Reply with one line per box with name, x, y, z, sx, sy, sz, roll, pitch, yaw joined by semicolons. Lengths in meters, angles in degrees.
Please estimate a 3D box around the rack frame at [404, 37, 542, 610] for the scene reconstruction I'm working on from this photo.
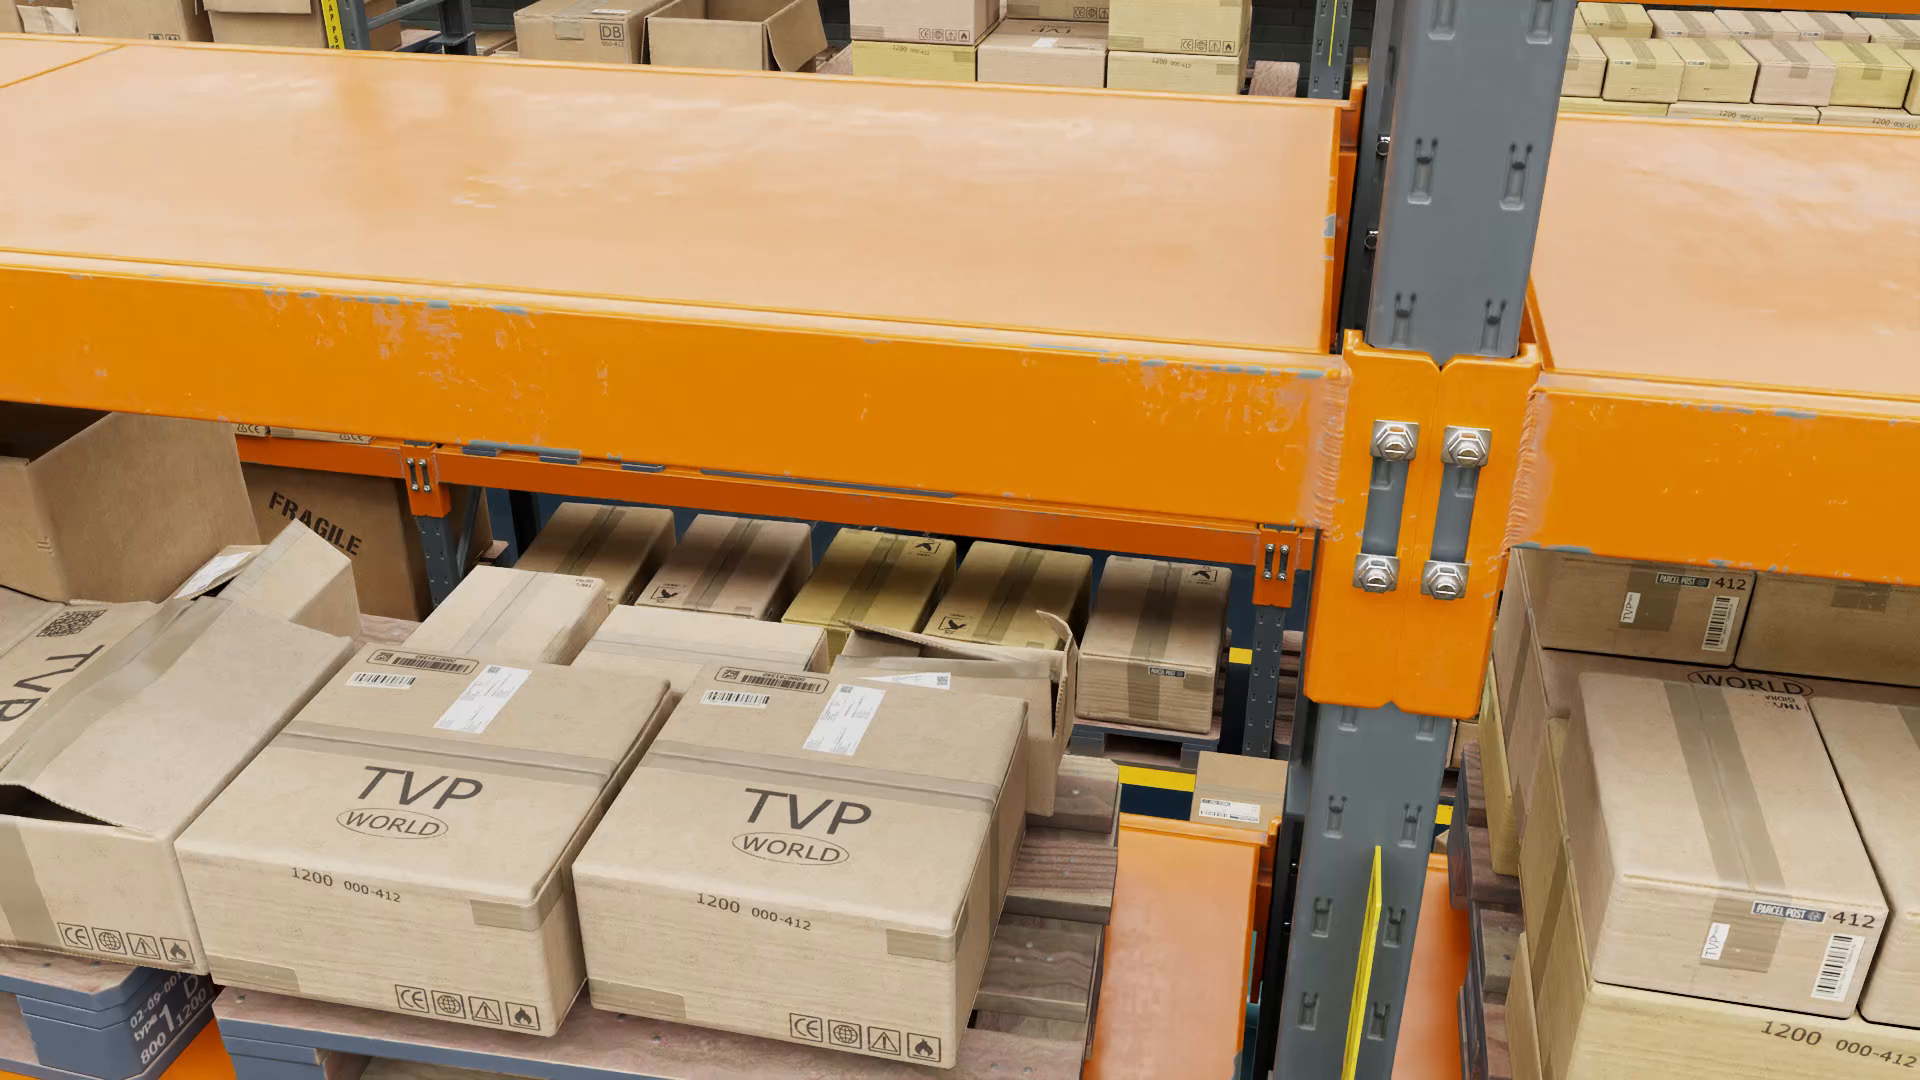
rack frame;-2.450;-0.832;8.146;0.127;3.000;1.000;6;29;11

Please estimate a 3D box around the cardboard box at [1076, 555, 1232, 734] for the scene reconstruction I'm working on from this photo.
cardboard box;0.949;0.486;8.037;0.625;0.372;0.950;6;29;11

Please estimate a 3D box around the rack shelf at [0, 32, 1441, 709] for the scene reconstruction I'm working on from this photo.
rack shelf;-1.429;-0.437;2.343;4.000;0.370;1.077;6;29;11

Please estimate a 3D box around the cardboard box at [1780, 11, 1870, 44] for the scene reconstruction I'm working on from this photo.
cardboard box;3.354;-1.946;6.489;0.250;0.149;0.380;6;29;11

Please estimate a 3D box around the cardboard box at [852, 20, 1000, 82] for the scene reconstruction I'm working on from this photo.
cardboard box;-0.132;-1.960;6.802;0.500;0.250;0.500;6;29;11

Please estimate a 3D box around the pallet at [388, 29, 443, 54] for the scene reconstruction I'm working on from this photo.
pallet;-3.090;-2.104;7.543;1.003;0.211;1.213;7;30;13

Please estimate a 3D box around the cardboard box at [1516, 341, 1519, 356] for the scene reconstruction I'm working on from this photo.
cardboard box;2.342;-0.836;6.699;0.500;0.500;0.700;6;29;11

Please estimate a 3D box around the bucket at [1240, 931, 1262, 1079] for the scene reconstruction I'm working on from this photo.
bucket;1.142;1.604;5.522;0.620;0.611;0.726;7;28;33

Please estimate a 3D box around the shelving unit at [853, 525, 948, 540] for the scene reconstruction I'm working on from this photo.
shelving unit;-0.346;-0.489;9.393;0.503;1.200;0.258;17;33;28

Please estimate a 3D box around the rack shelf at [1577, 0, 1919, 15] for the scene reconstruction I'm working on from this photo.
rack shelf;4.451;-3.562;10.758;4.000;0.370;1.077;6;29;11

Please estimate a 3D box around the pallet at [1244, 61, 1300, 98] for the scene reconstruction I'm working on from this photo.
pallet;0.881;-1.776;6.942;1.003;0.211;1.213;6;29;11

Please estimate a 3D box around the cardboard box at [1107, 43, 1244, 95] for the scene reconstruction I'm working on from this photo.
cardboard box;0.861;-1.855;6.611;0.500;0.250;0.500;5;29;10

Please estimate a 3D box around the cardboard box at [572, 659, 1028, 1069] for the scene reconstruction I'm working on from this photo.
cardboard box;-0.197;0.430;2.331;0.500;0.250;0.500;6;29;11

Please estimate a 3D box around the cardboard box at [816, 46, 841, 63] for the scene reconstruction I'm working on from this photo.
cardboard box;-1.056;-3.554;12.339;0.250;0.149;0.380;7;29;12

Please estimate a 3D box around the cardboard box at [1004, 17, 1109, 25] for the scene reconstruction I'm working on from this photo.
cardboard box;0.478;-2.162;7.171;0.500;0.250;0.500;5;29;10

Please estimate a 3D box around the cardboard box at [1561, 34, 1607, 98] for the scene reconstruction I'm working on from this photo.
cardboard box;2.219;-1.758;6.145;0.250;0.149;0.380;5;29;9

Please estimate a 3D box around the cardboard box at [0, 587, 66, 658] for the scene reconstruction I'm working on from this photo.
cardboard box;-1.730;0.276;2.550;0.500;0.311;0.500;5;29;10

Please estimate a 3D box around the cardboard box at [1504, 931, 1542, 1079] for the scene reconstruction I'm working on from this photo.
cardboard box;0.812;0.667;2.005;0.250;0.149;0.380;5;29;10

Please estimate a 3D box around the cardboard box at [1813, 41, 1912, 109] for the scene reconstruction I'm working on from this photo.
cardboard box;3.240;-1.684;6.010;0.250;0.149;0.380;6;29;12

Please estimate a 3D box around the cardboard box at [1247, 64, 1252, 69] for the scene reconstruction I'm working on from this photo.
cardboard box;1.945;-3.278;11.834;0.250;0.149;0.380;5;29;9

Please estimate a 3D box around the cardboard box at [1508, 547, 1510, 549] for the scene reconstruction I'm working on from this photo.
cardboard box;2.227;-0.125;7.116;0.250;0.149;0.380;6;29;10

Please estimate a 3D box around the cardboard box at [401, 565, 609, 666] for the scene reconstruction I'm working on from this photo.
cardboard box;-0.789;0.208;2.843;0.250;0.149;0.380;6;29;11

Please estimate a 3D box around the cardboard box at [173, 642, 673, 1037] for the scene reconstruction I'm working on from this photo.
cardboard box;-0.726;0.406;2.377;0.500;0.250;0.500;6;29;10

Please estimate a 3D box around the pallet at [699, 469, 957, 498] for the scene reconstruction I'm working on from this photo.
pallet;-0.505;-0.568;7.864;1.213;0.211;1.003;6;29;11

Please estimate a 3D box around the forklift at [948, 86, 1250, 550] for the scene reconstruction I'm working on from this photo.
forklift;1.099;-1.715;9.830;3.031;2.935;1.130;-21;35;-33

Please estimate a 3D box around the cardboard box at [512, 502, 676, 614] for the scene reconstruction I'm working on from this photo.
cardboard box;-1.899;0.198;8.564;0.625;0.372;0.950;4;29;7

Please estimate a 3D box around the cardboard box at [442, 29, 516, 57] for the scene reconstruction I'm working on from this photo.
cardboard box;-3.628;-3.508;12.493;0.500;0.500;0.700;6;29;10

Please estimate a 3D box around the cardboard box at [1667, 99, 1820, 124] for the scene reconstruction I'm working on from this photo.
cardboard box;2.829;-1.535;6.152;0.500;0.250;0.500;6;29;11

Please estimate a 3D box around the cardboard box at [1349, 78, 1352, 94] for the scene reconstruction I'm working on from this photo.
cardboard box;2.863;-3.179;11.653;0.250;0.149;0.380;6;29;10

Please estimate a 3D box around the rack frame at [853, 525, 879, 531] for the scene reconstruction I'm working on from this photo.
rack frame;-0.553;-0.551;9.507;0.015;1.200;0.240;17;33;28

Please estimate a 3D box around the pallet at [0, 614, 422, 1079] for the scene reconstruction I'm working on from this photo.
pallet;-1.649;0.421;2.931;1.213;0.211;1.003;7;30;13

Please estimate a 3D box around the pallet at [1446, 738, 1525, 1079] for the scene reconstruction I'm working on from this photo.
pallet;1.325;0.714;2.290;1.213;0.211;1.003;6;29;11

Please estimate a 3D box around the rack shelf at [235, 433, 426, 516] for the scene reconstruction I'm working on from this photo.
rack shelf;-4.406;-0.717;8.685;4.000;0.370;1.077;6;29;11

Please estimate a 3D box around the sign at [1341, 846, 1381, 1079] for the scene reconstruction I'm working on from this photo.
sign;0.424;0.479;1.761;0.005;0.325;0.100;6;29;11

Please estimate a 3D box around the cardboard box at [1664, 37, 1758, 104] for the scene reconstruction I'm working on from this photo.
cardboard box;2.723;-1.718;6.072;0.250;0.149;0.380;5;29;9

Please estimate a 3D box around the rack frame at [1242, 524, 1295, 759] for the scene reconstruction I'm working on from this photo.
rack frame;1.462;-0.431;7.413;0.127;3.000;1.000;6;29;11

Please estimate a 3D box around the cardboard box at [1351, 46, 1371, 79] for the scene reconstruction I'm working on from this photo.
cardboard box;2.870;-3.331;11.621;0.250;0.149;0.380;6;29;11

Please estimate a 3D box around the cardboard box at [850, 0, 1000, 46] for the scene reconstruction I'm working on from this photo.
cardboard box;-0.134;-2.174;6.673;0.500;0.250;0.500;6;29;11

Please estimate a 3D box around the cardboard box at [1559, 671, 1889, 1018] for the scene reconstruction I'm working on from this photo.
cardboard box;0.812;0.317;1.814;0.250;0.149;0.380;6;29;11

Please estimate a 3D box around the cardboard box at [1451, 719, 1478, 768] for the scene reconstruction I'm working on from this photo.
cardboard box;2.507;0.825;7.545;0.500;0.250;0.500;8;30;13

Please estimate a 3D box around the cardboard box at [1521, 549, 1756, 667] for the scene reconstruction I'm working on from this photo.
cardboard box;0.952;0.008;2.378;0.250;0.149;0.380;6;29;10

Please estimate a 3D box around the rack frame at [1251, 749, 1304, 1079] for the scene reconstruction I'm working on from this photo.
rack frame;0.527;1.904;3.148;0.127;3.000;1.000;6;29;11

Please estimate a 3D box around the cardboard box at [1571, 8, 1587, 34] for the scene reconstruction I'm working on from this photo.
cardboard box;2.324;-1.999;6.584;0.250;0.149;0.380;7;29;12

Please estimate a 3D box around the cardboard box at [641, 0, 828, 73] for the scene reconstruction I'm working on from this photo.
cardboard box;-0.952;-2.053;7.146;0.637;0.503;0.797;6;29;11

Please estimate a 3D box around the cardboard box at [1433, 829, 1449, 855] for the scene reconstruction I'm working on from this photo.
cardboard box;2.226;1.411;6.649;0.500;0.500;0.500;-21;35;-33

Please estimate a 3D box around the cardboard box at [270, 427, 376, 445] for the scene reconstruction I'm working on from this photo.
cardboard box;-2.998;-0.695;8.052;0.500;0.250;0.500;5;29;9

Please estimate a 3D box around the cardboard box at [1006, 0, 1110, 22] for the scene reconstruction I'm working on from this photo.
cardboard box;0.485;-2.376;7.041;0.500;0.250;0.500;5;29;9

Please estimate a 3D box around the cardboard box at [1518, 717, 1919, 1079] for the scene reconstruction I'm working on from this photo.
cardboard box;0.947;0.476;1.938;0.500;0.250;0.500;6;29;11

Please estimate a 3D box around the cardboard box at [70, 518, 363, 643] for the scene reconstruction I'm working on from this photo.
cardboard box;-1.258;0.132;2.860;0.258;0.266;0.396;6;29;11

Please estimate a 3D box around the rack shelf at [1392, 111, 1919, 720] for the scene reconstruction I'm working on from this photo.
rack shelf;2.483;-0.036;1.610;4.000;0.370;1.077;6;29;11

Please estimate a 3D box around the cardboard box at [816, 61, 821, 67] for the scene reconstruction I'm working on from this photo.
cardboard box;-1.167;-3.321;11.914;0.250;0.149;0.380;7;29;12

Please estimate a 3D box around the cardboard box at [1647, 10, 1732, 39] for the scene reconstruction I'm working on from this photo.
cardboard box;2.840;-1.960;6.513;0.250;0.149;0.380;5;29;10

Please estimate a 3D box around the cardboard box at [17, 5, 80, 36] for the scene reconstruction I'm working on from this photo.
cardboard box;-3.870;-2.247;7.309;0.258;0.266;0.396;5;29;9

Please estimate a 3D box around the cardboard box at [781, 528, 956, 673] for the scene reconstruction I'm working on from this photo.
cardboard box;-0.435;0.347;8.292;0.625;0.372;0.950;7;29;12

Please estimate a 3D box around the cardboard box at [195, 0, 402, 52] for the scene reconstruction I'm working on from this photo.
cardboard box;-2.850;-2.344;7.239;0.637;0.503;0.797;4;29;7

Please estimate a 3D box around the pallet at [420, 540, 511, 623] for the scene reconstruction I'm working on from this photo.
pallet;-3.205;0.277;9.024;1.213;0.211;1.003;6;29;11
